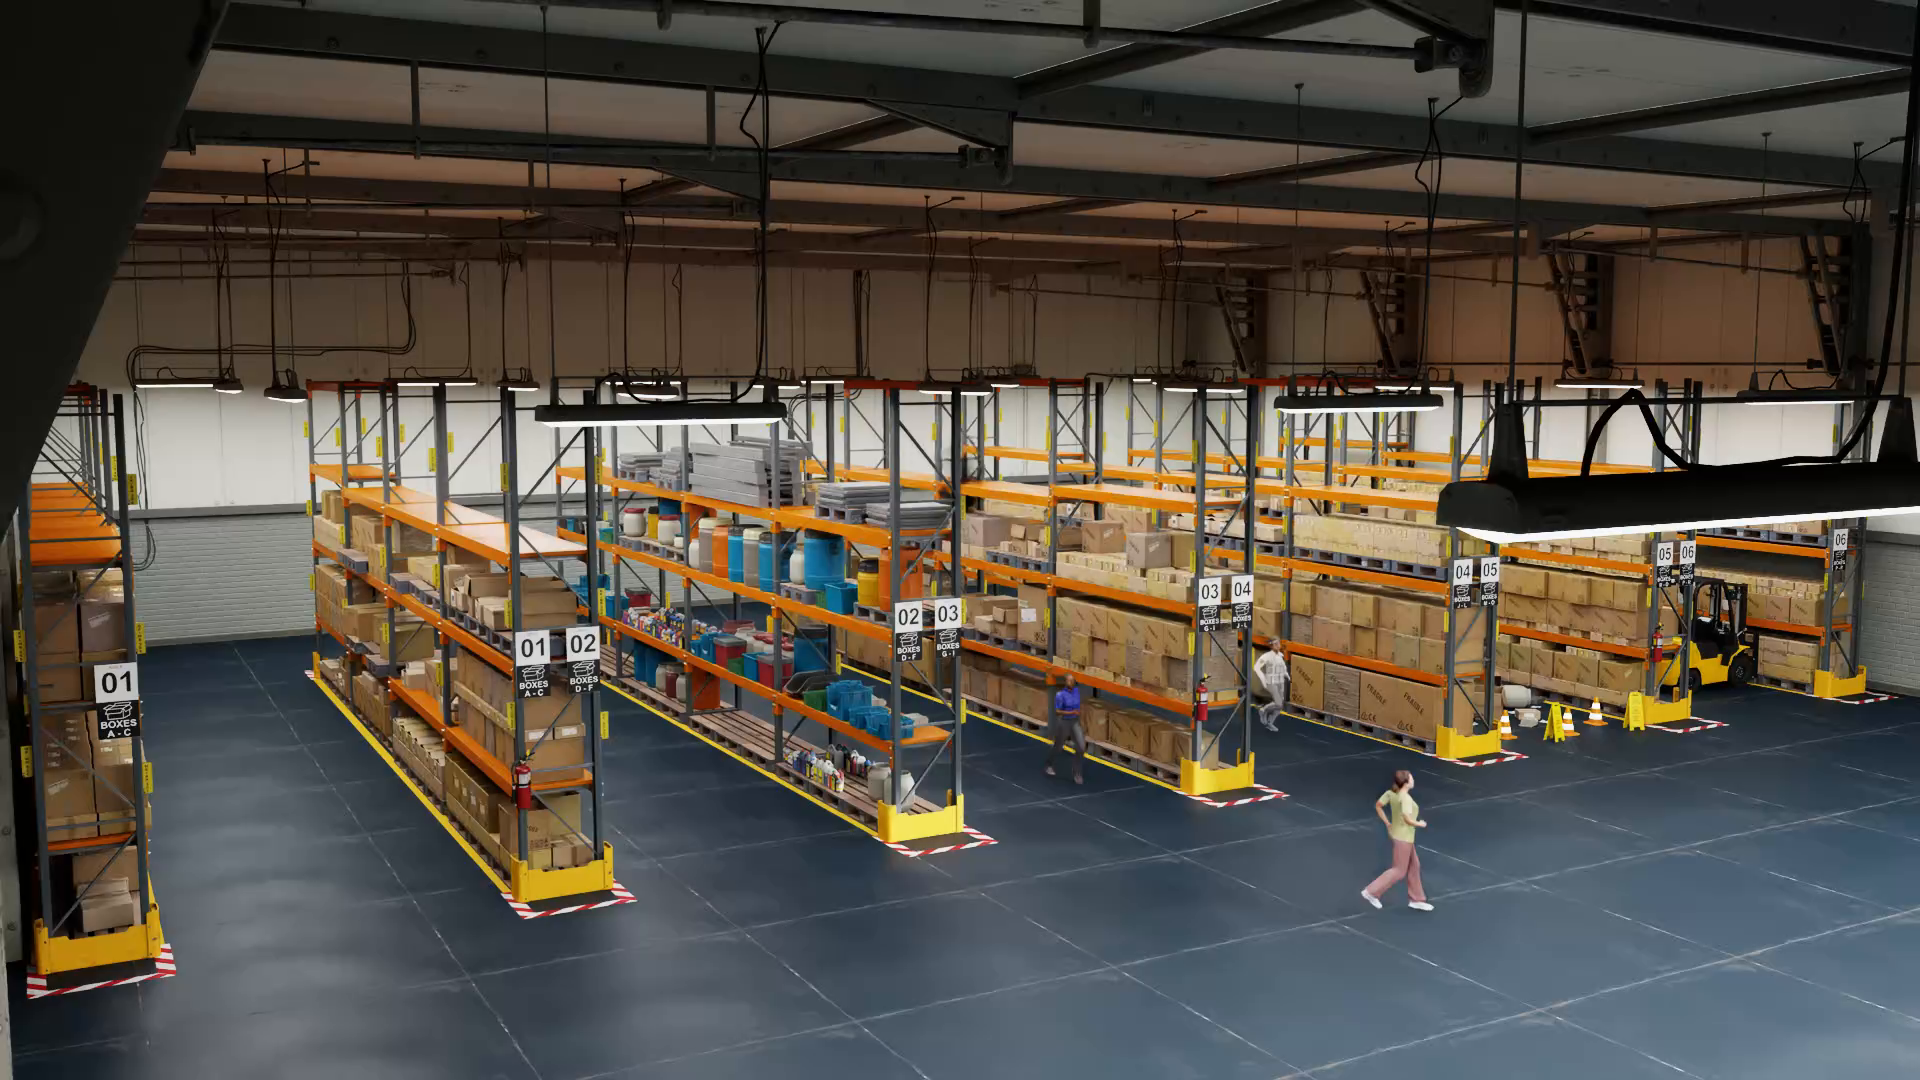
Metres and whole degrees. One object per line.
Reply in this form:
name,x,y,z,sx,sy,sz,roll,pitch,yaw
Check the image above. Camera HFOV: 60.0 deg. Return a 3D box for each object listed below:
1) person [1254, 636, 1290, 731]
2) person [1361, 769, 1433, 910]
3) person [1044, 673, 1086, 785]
person,5.430,2.471,28.595,0.615,1.658,0.541,-4,7,-33
person,5.057,3.469,19.143,0.899,1.676,0.576,-1,6,-6
person,1.642,2.839,25.218,0.584,1.697,0.879,-3,7,-27
